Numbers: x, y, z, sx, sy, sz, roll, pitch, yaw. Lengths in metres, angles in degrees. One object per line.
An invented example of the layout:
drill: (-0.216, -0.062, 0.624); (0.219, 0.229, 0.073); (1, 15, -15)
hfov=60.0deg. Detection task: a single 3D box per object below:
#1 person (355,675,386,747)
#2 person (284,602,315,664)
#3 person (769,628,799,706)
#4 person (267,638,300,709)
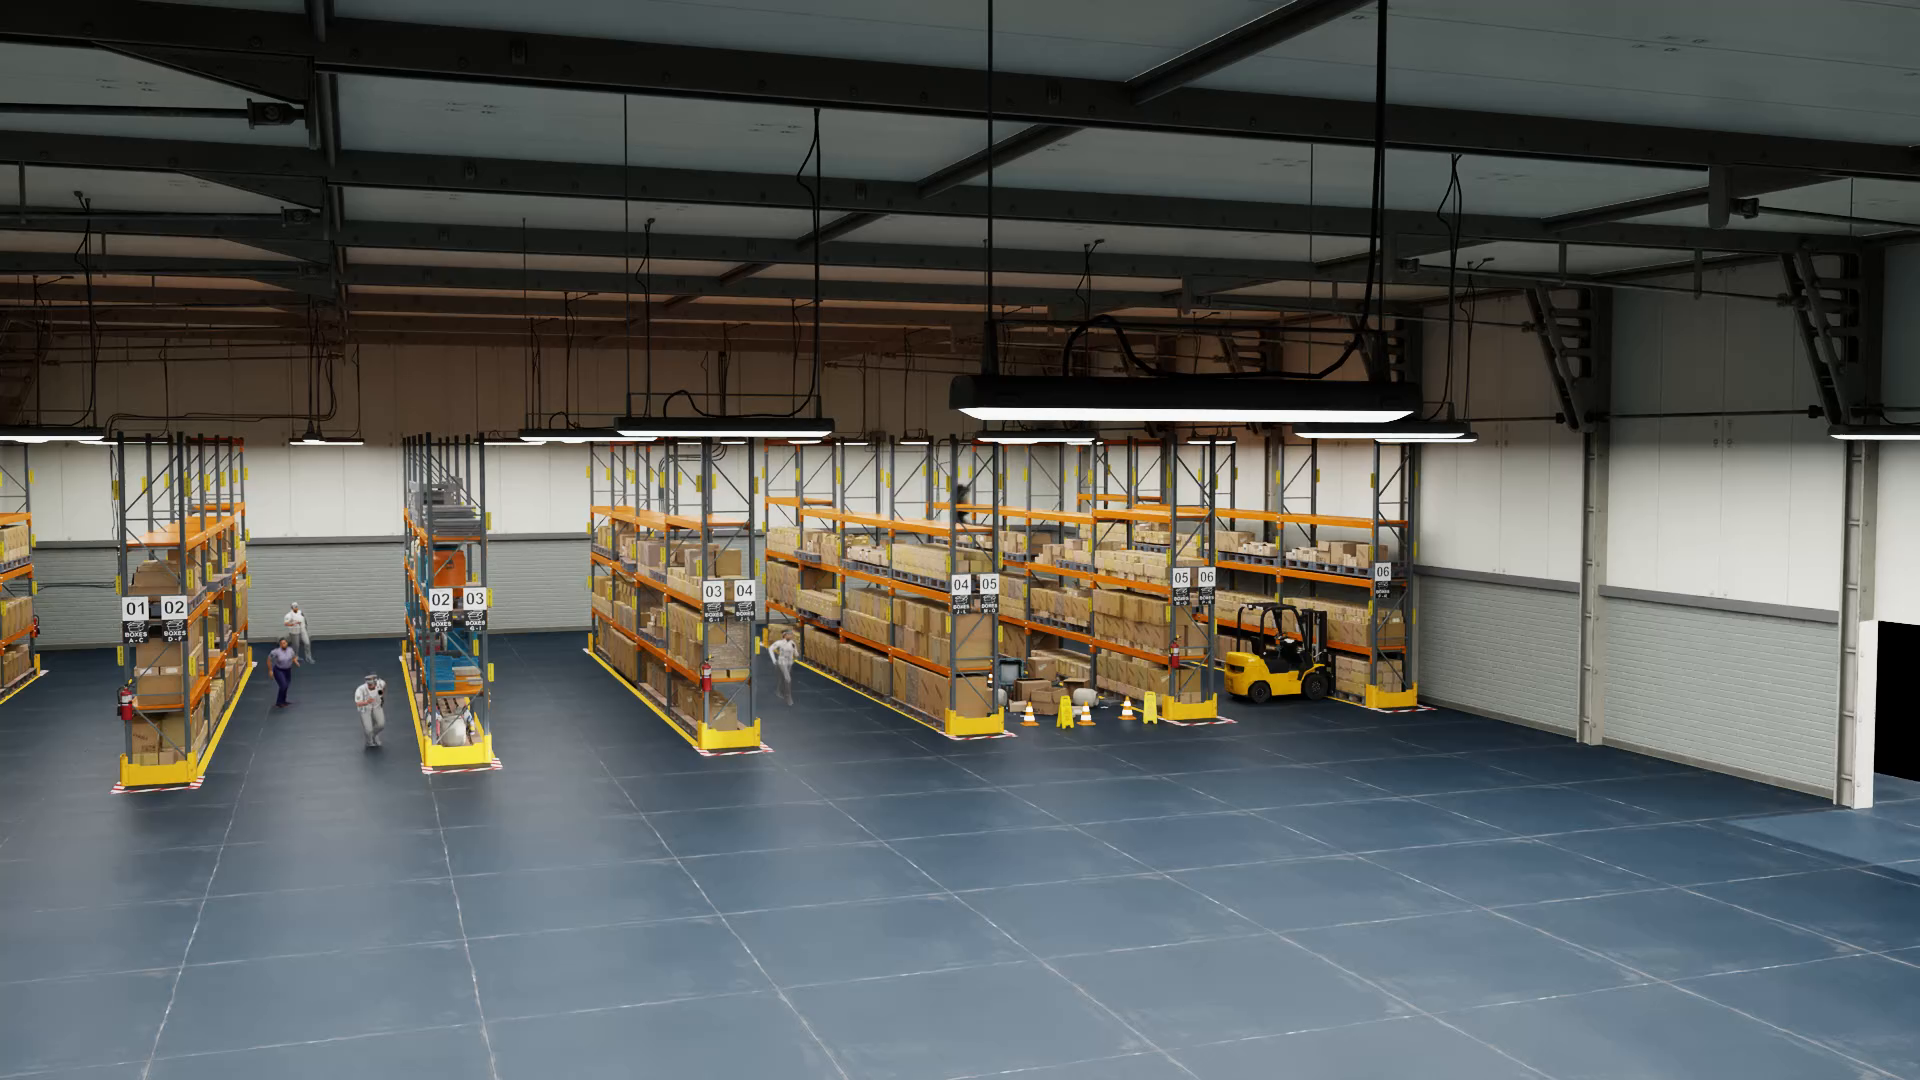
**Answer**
person: (-11.154, 3.243, 31.508); (0.652, 1.465, 1.024); (-2, 4, -33)
person: (-17.594, 2.459, 44.091); (0.832, 1.641, 0.666); (3, 4, 44)
person: (-3.949, 2.821, 37.161); (0.613, 1.740, 0.831); (-3, 4, -42)
person: (-14.876, 2.945, 36.676); (0.799, 1.623, 0.631); (1, 3, 23)
